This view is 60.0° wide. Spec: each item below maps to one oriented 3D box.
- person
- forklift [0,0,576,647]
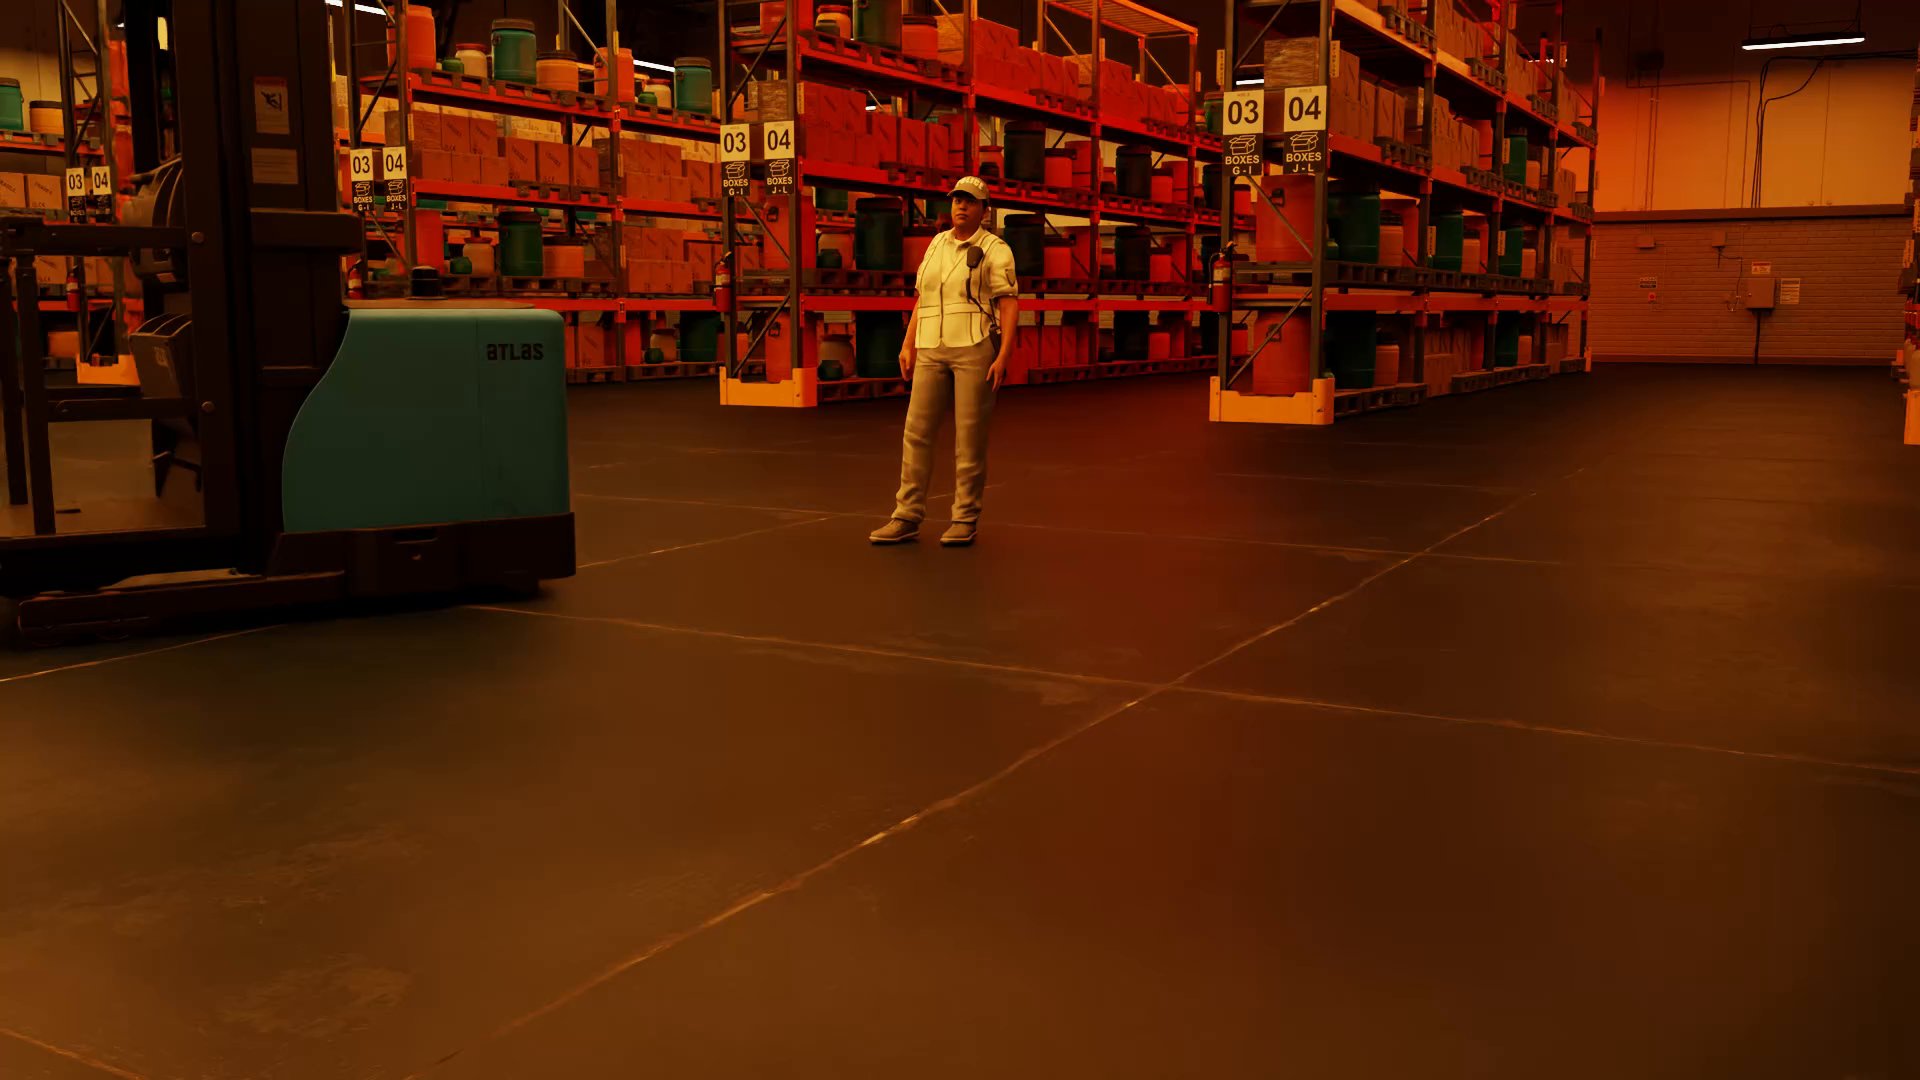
[{"bbox_3d":[-0.057,-0.825,7.644,0.598,1.670,0.529,4,9,29],"label":"person"},{"bbox_3d":[-2.976,-1.190,5.716,3.031,2.935,1.130,-5,9,-33],"label":"forklift"}]
